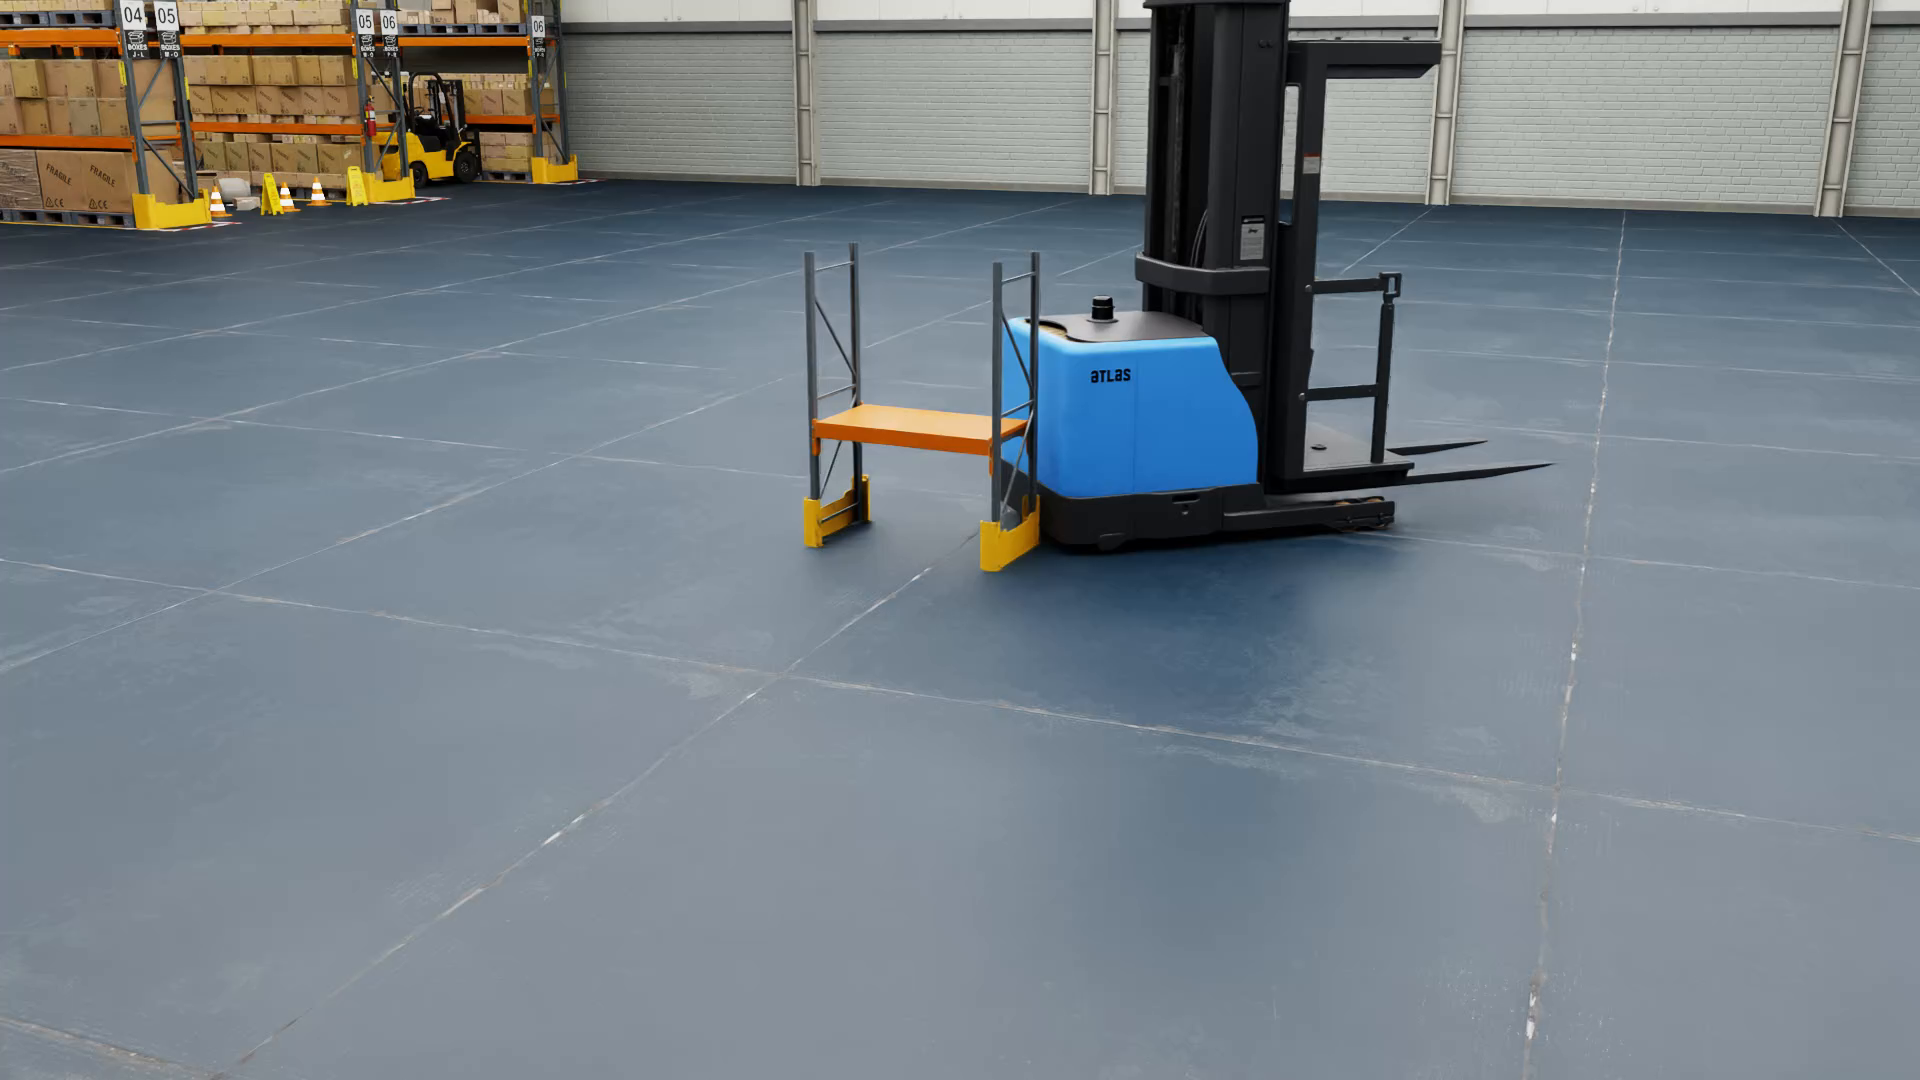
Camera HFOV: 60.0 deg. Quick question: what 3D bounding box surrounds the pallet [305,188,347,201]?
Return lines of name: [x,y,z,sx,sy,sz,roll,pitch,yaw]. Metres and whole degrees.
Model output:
pallet: [-10.870,-6.208,29.678,1.213,0.211,1.003,6,17,21]

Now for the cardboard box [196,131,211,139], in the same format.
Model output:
cardboard box: [-16.499,-8.870,36.415,0.250,0.149,0.380,5,17,18]

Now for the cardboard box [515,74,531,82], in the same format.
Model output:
cardboard box: [-8.649,-9.219,33.173,0.250,0.149,0.380,6,17,21]

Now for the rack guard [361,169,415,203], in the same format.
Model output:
rack guard: [-10.127,-6.254,29.320,0.348,0.500,1.175,6,17,21]

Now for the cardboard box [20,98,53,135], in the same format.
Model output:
cardboard box: [-13.643,-6.435,25.190,0.500,0.550,0.875,6,17,21]

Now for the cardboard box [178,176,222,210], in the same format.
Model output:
cardboard box: [-12.620,-5.771,27.650,0.637,0.503,0.797,-5,17,-18]

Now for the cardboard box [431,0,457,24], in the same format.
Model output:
cardboard box: [-10.186,-10.657,33.504,0.637,0.503,0.797,7,18,22]

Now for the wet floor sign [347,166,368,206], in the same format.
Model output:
wet floor sign: [-10.272,-6.019,28.250,0.232,0.644,0.267,14,21,40]

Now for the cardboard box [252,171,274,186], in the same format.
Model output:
cardboard box: [-12.333,-6.502,29.867,0.500,0.250,0.500,6,17,20]

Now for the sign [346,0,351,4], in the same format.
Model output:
sign: [-10.279,-9.171,27.914,0.005,0.325,0.100,6,17,21]

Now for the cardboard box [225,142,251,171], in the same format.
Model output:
cardboard box: [-12.826,-6.915,29.947,0.500,0.500,0.500,7,18,23]

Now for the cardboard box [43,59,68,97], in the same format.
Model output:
cardboard box: [-13.126,-6.916,24.911,0.550,0.550,0.875,6,17,21]

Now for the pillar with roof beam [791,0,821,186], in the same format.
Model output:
pillar with roof beam: [-4.554,-10.190,27.634,0.400,9.000,9.100,6,17,21]

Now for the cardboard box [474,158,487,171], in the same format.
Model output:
cardboard box: [-9.713,-7.689,33.957,0.500,0.250,0.500,6,17,21]

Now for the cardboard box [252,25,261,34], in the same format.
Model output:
cardboard box: [-12.141,-8.922,29.097,0.250,0.149,0.380,6,17,21]

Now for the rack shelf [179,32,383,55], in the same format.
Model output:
rack shelf: [-11.917,-8.746,29.332,4.000,0.370,1.077,6,17,21]

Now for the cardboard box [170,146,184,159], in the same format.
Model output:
cardboard box: [-17.103,-8.648,36.814,0.500,0.500,0.500,7,18,23]

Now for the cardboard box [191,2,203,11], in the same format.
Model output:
cardboard box: [-13.352,-9.423,29.392,0.250,0.149,0.380,7,18,22]

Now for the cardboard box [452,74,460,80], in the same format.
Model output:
cardboard box: [-10.078,-9.374,33.708,0.250,0.149,0.380,7,17,21]

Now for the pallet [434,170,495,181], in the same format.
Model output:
pallet: [-10.097,-7.588,34.433,1.213,0.211,1.003,6,17,21]

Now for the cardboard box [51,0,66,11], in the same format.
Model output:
cardboard box: [-12.921,-7.746,24.115,0.250,0.149,0.380,6,17,21]

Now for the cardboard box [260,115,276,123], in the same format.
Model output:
cardboard box: [-12.171,-7.468,29.469,0.250,0.149,0.380,6,17,20]

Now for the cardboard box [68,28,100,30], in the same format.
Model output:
cardboard box: [-16.069,-9.607,30.819,0.637,0.503,0.797,6,17,21]

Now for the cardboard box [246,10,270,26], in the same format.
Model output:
cardboard box: [-12.054,-9.095,28.978,0.500,0.250,0.500,6,17,21]

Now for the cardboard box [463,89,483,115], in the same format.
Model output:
cardboard box: [-9.749,-8.873,33.677,0.500,0.500,0.500,6,17,20]

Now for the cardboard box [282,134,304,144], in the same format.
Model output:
cardboard box: [-11.741,-7.088,29.379,0.250,0.149,0.380,7,18,23]

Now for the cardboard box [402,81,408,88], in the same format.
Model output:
cardboard box: [-11.266,-9.357,34.182,0.250,0.149,0.380,6,17,21]

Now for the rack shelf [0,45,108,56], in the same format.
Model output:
rack shelf: [-21.262,-11.262,37.996,4.000,0.370,1.077,6,17,21]

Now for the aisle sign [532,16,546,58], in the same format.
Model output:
aisle sign: [-8.285,-9.900,32.733,0.004,0.787,0.394,6,17,21]

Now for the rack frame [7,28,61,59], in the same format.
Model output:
rack frame: [-17.499,-8.265,31.764,0.127,3.000,1.000,6,17,21]

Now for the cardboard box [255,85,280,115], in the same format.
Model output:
cardboard box: [-12.055,-7.783,29.390,0.500,0.500,0.500,6,17,21]

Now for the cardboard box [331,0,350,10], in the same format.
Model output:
cardboard box: [-10.480,-9.108,28.306,0.250,0.149,0.380,6,17,21]

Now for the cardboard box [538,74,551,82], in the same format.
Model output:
cardboard box: [-8.473,-9.327,33.544,0.250,0.149,0.380,6,17,20]

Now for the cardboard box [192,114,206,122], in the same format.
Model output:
cardboard box: [-13.602,-7.620,29.992,0.250,0.149,0.380,6,17,20]

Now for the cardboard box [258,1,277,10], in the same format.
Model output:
cardboard box: [-11.918,-9.256,28.816,0.250,0.149,0.380,7,18,22]

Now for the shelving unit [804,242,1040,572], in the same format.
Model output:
shelving unit: [-0.194,-0.699,8.390,1.083,1.500,0.587,8,18,24]

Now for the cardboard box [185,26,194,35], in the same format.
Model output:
cardboard box: [-13.576,-9.079,29.639,0.250,0.149,0.380,6,17,20]

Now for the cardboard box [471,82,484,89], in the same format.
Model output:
cardboard box: [-9.624,-9.161,33.507,0.250,0.149,0.380,6,17,19]

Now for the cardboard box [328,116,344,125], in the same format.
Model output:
cardboard box: [-10.759,-7.306,28.911,0.250,0.149,0.380,6,17,20]

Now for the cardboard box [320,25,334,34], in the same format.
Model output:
cardboard box: [-10.735,-8.748,28.496,0.250,0.149,0.380,6,17,21]

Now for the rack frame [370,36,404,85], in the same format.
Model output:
rack frame: [-11.960,-9.144,34.790,0.127,3.000,1.000,6,17,21]

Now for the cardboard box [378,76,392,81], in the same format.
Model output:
cardboard box: [-11.772,-9.537,34.267,0.250,0.149,0.380,7,17,22]

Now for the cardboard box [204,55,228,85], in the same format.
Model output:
cardboard box: [-12.981,-8.368,29.611,0.500,0.500,0.700,6,17,21]

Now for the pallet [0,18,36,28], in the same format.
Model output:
pallet: [-14.743,-7.873,25.193,1.213,0.211,1.003,6,17,21]

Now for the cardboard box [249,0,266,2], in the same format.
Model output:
cardboard box: [-14.590,-11.128,35.133,0.500,0.500,0.700,6,17,20]

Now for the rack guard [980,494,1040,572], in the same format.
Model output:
rack guard: [0.256,-0.039,8.359,0.087,0.250,0.587,8,18,24]

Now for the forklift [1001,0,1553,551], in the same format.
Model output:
forklift: [1.796,-1.578,8.853,3.031,2.935,1.130,-5,17,-18]

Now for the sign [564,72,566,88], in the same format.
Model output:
sign: [-8.030,-9.332,33.742,0.005,0.325,0.100,6,17,21]

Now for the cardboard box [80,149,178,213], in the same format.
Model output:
cardboard box: [-12.434,-5.386,24.905,0.875,0.875,0.875,6,17,21]

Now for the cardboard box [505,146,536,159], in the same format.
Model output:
cardboard box: [-8.806,-7.825,33.528,0.500,0.250,0.500,6,17,20]

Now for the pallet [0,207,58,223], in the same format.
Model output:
pallet: [-14.821,-5.125,25.947,1.213,0.211,1.003,6,17,21]
